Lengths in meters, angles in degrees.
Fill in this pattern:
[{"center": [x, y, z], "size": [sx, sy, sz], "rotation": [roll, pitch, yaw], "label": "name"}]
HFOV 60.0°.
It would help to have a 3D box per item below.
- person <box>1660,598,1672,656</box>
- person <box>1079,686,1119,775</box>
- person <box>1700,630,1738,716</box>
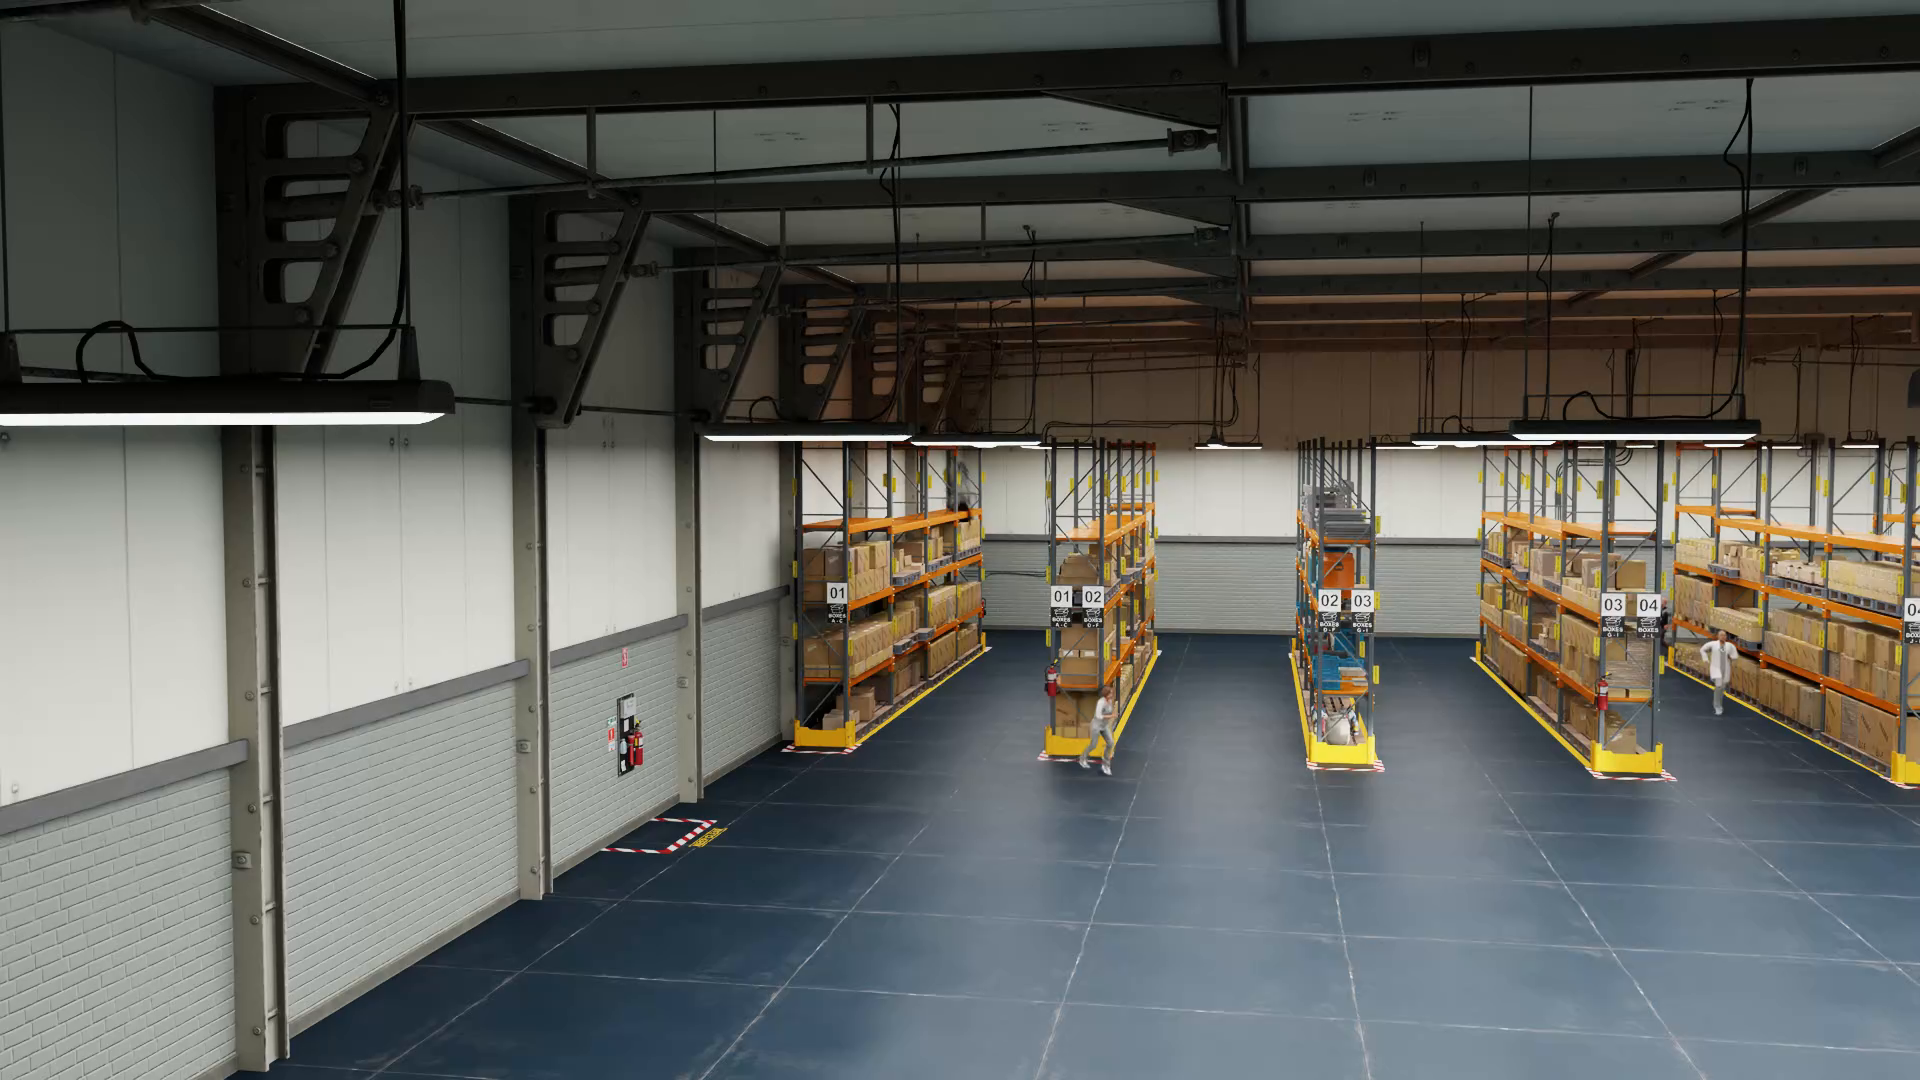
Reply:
[{"center": [19.288, 2.435, 45.817], "size": [0.886, 1.707, 0.710], "rotation": [0, 3, 8], "label": "person"}, {"center": [2.482, 3.395, 29.627], "size": [0.860, 1.628, 0.559], "rotation": [2, 4, 39], "label": "person"}, {"center": [16.673, 2.900, 36.469], "size": [0.685, 1.844, 0.796], "rotation": [0, 3, 3], "label": "person"}]
